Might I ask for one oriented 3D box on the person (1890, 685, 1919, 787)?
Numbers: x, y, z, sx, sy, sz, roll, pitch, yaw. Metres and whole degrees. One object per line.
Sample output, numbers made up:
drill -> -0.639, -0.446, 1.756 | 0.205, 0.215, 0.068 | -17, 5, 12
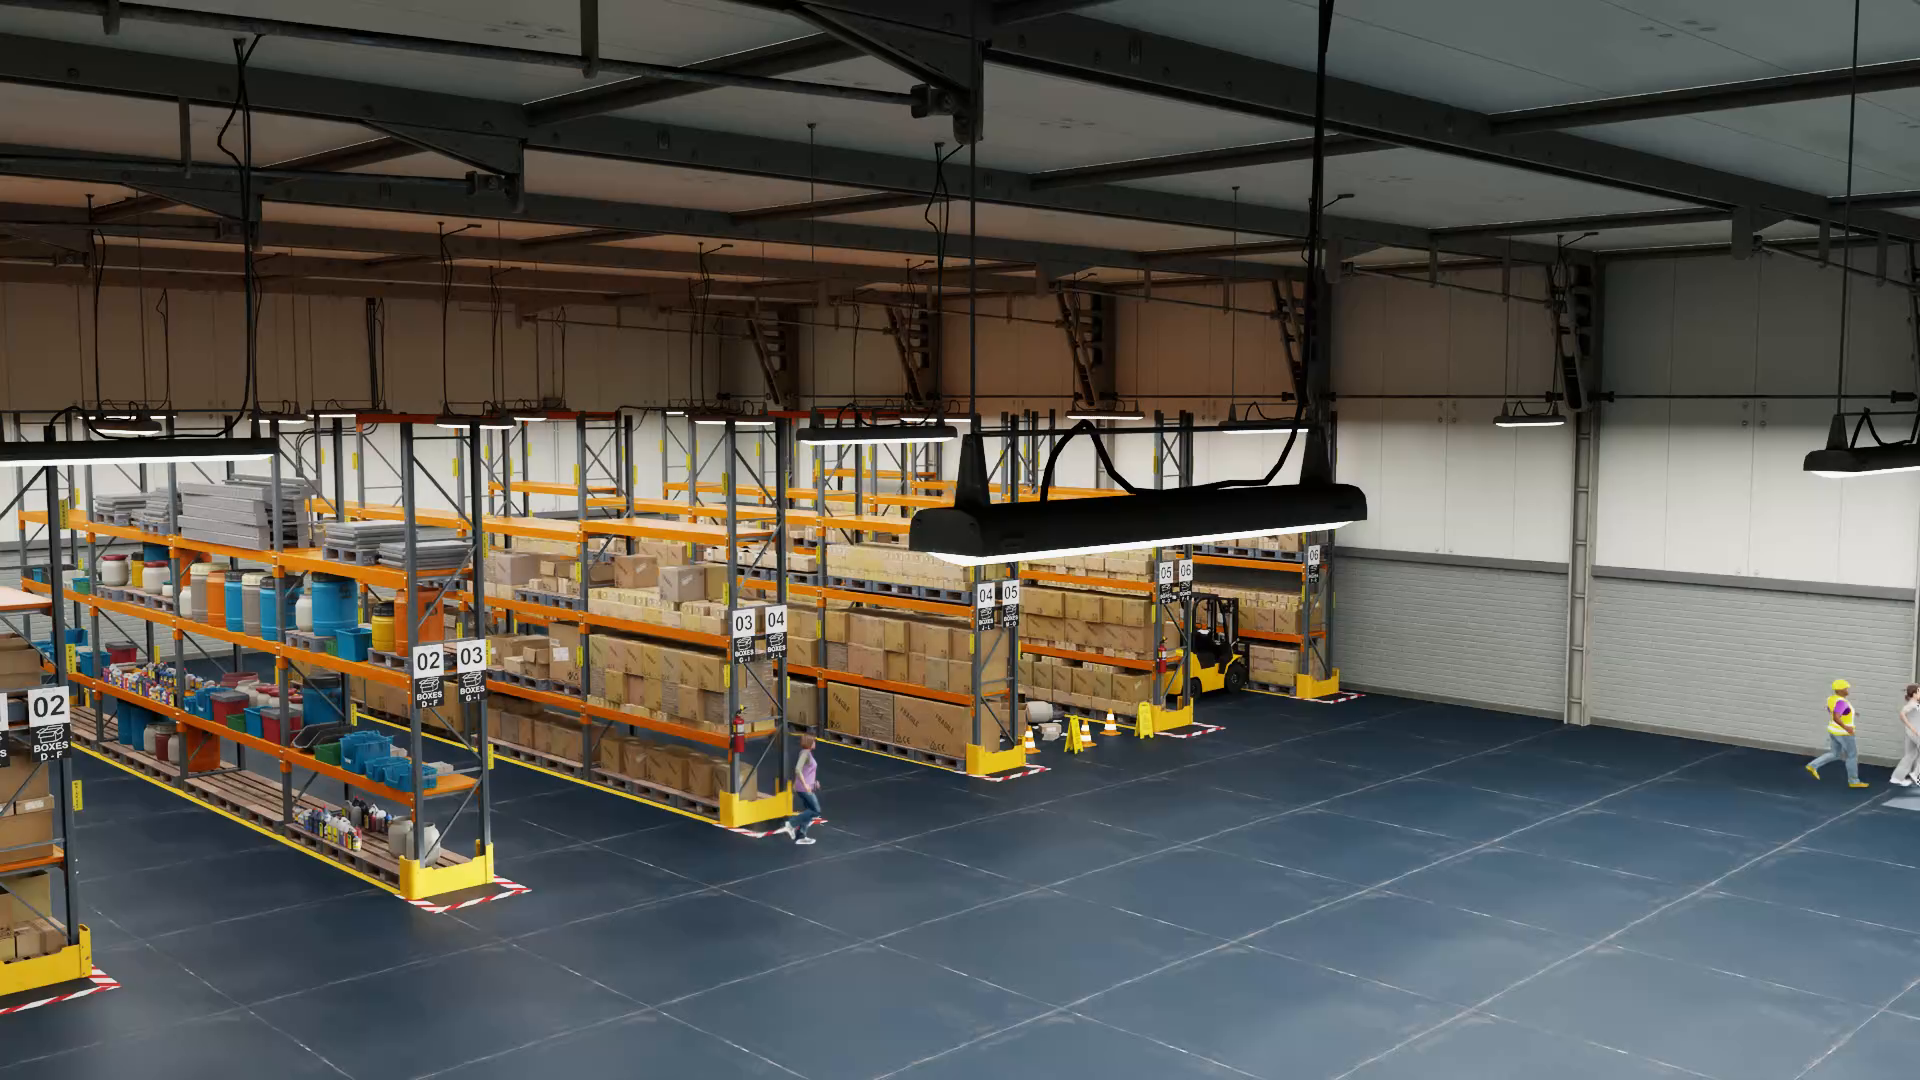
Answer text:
person -> 15.429, 3.180, 26.893 | 0.644, 1.682, 0.565 | 2, 5, 17

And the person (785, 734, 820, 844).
person -> -2.230, 3.521, 23.507 | 0.515, 1.546, 0.552 | -1, 5, -12

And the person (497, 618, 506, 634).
person -> -11.175, 1.969, 40.861 | 0.878, 1.630, 0.658 | 0, 5, 2

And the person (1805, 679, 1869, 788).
person -> 14.204, 3.116, 26.839 | 0.954, 1.748, 0.701 | 0, 5, 5
